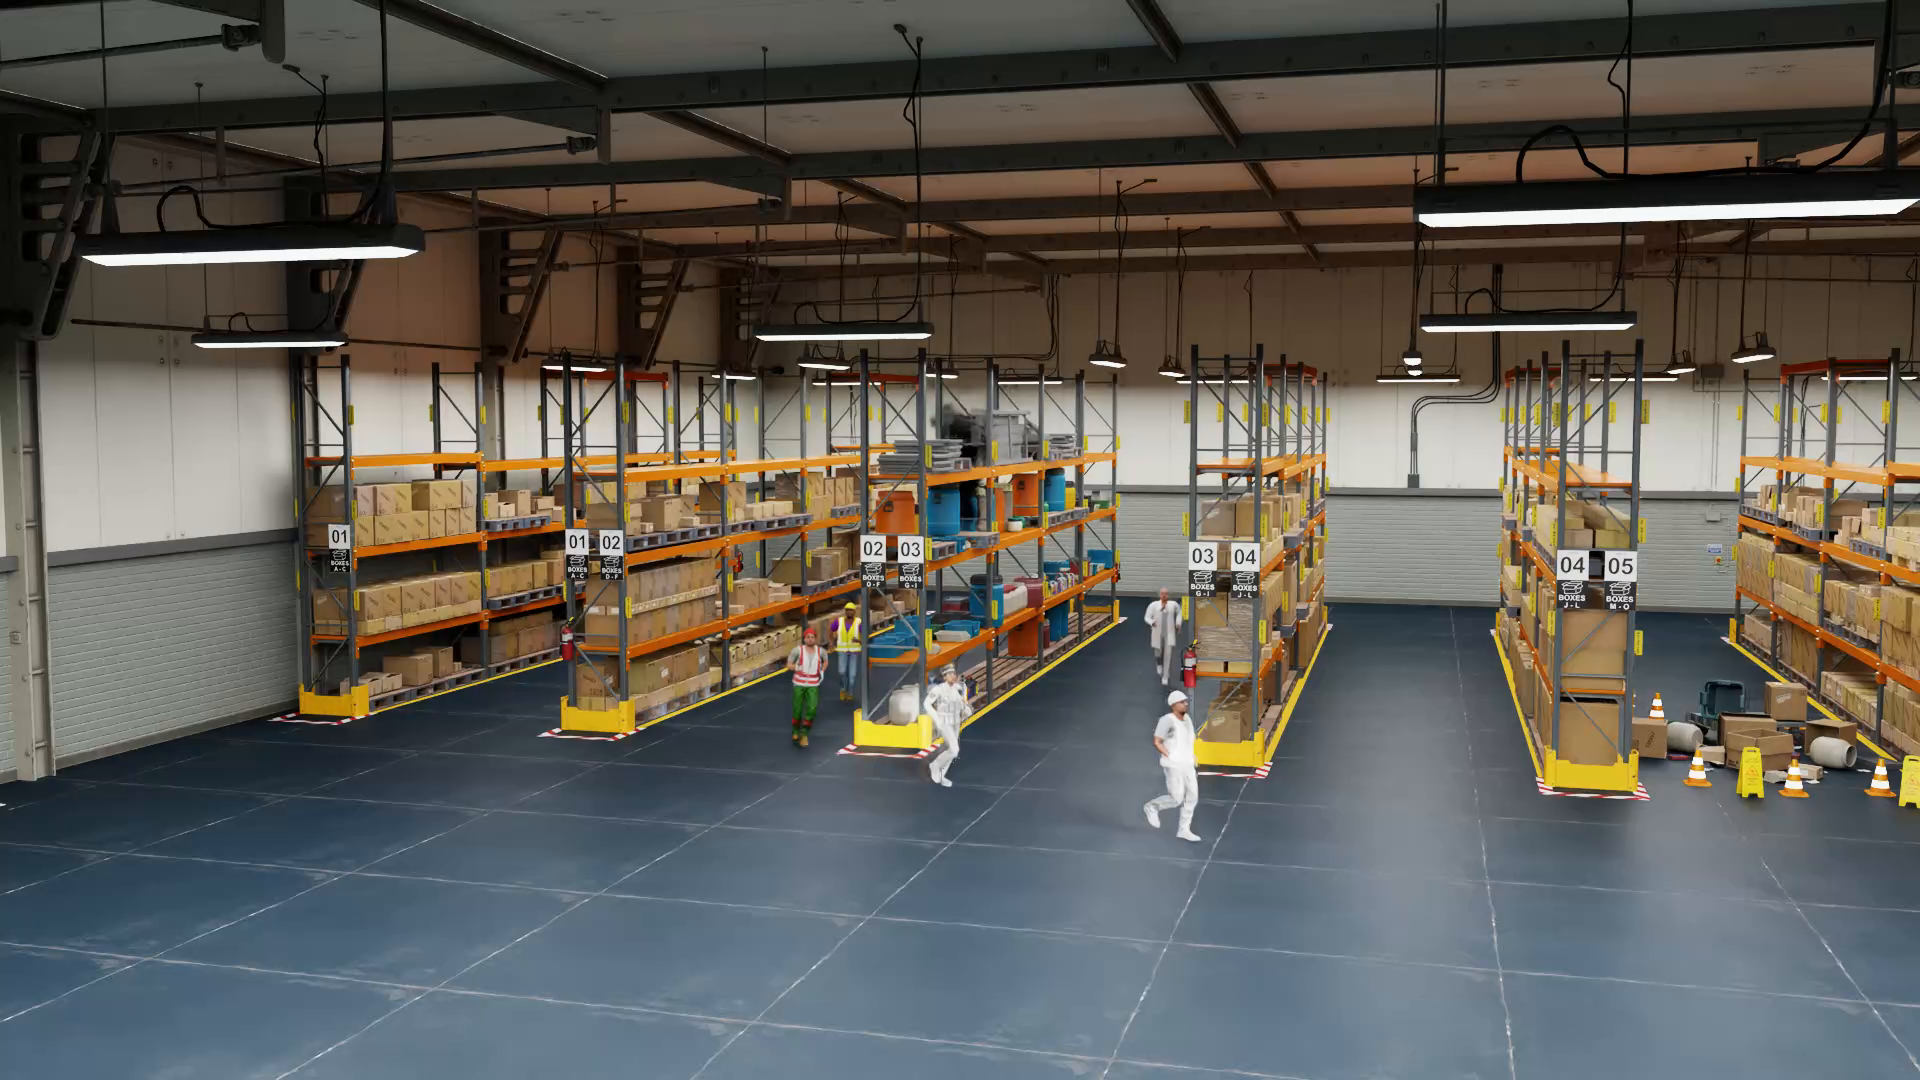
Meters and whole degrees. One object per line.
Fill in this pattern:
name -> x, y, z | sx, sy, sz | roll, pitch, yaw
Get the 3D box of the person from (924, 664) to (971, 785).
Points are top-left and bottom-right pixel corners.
person -> -0.109, 2.488, 22.435 | 0.598, 1.666, 0.549 | -4, 6, -44

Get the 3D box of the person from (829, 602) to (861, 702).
person -> -1.941, 1.950, 28.927 | 0.692, 1.741, 0.660 | 0, 4, -3

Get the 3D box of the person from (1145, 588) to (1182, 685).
person -> 3.820, 1.774, 31.154 | 0.718, 1.764, 1.024 | 0, 4, 5

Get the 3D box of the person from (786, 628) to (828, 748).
person -> -2.303, 2.240, 25.188 | 0.652, 1.823, 0.723 | -1, 4, -9

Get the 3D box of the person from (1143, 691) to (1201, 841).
person -> 2.532, 2.656, 19.713 | 0.752, 1.757, 0.685 | 4, 6, 43
